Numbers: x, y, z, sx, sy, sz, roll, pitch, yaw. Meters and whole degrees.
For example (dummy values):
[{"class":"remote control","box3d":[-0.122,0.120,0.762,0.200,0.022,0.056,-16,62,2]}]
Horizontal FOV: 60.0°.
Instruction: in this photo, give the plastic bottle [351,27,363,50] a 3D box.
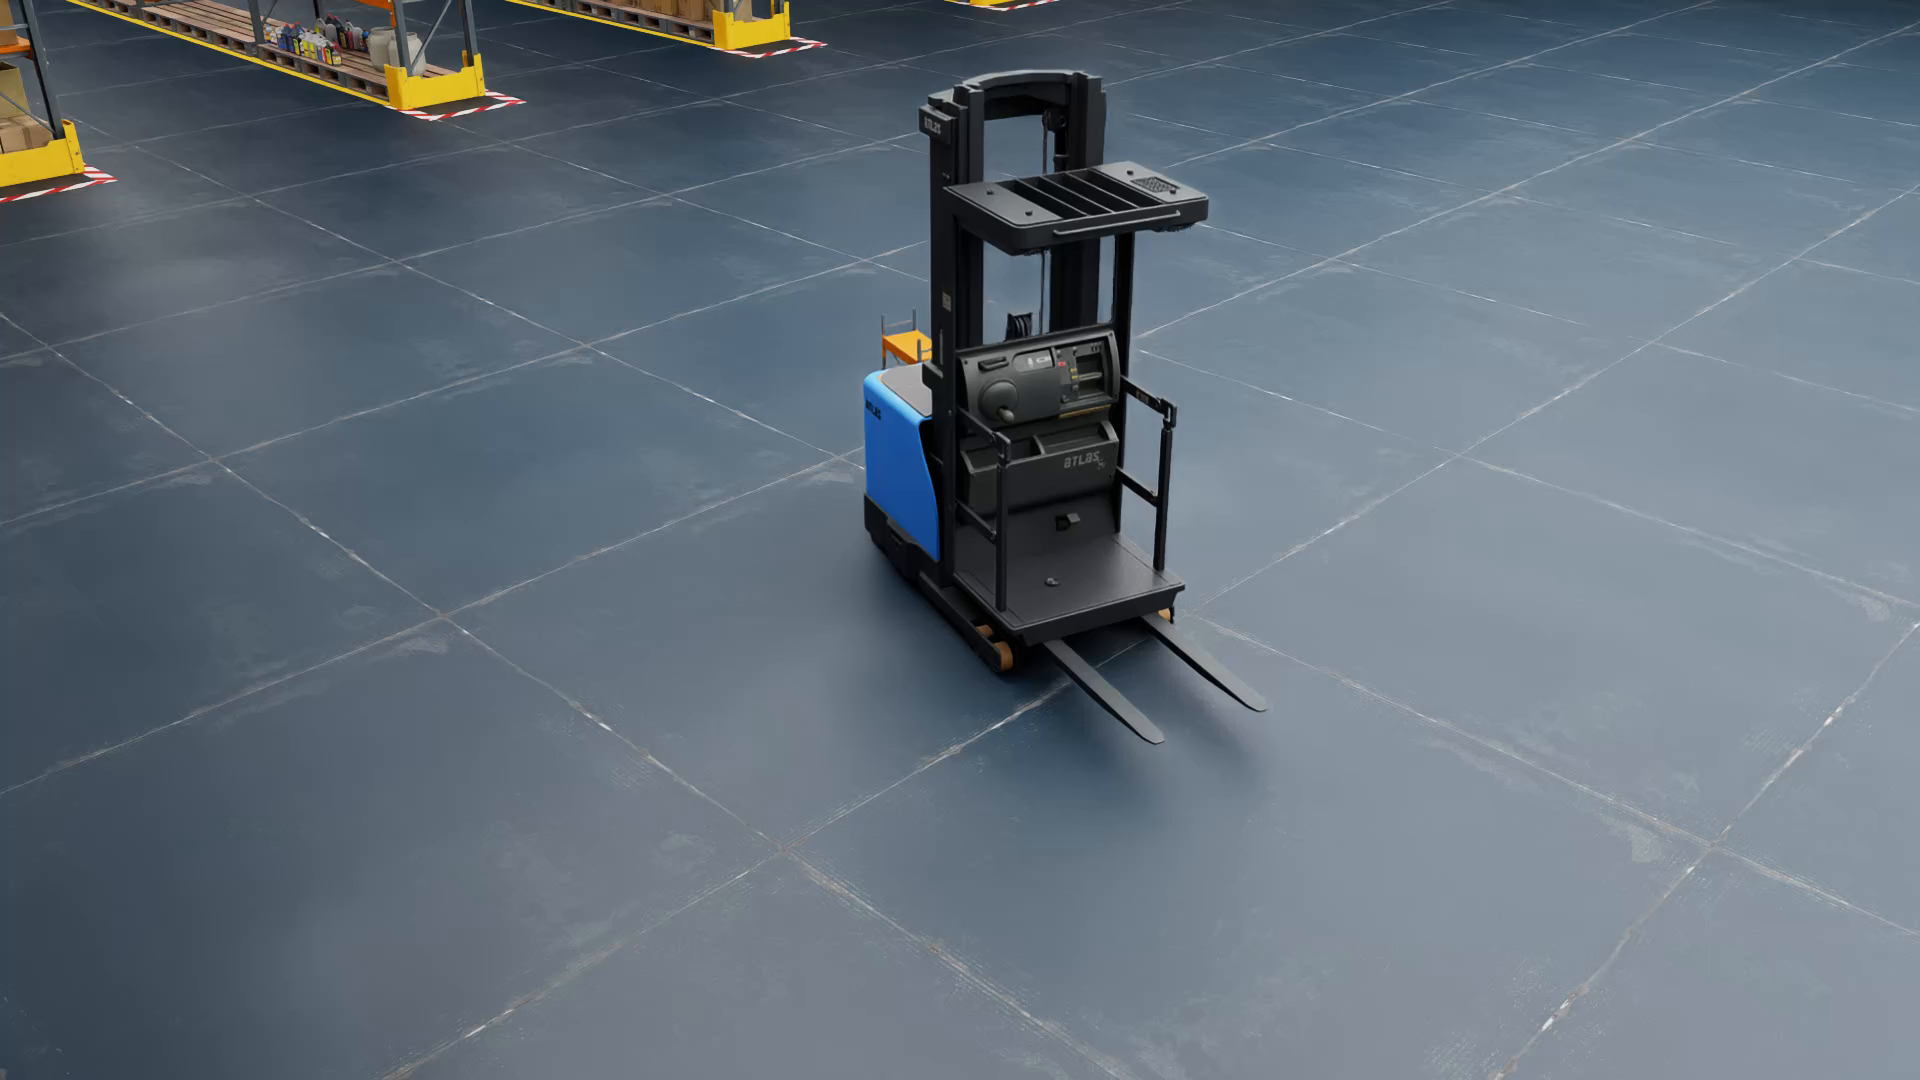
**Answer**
[{"class":"plastic bottle","box3d":[-8.087,-6.728,22.277,0.152,0.276,0.135,-25,36,-38]}]

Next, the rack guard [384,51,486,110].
[{"class":"rack guard","box3d":[-6.464,-5.674,20.503,0.348,0.500,1.175,25,36,38]}]

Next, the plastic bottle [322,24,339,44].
[{"class":"plastic bottle","box3d":[-8.517,-6.831,22.471,0.135,0.276,0.152,25,36,38]}]

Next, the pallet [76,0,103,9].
[{"class":"pallet","box3d":[-13.538,-8.788,26.737,1.213,0.211,1.003,25,36,38]}]

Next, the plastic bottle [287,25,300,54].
[{"class":"plastic bottle","box3d":[-8.810,-6.635,22.020,0.185,0.351,0.144,23,35,36]}]

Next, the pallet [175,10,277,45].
[{"class":"pallet","box3d":[-10.690,-7.483,24.255,1.213,0.211,1.003,25,36,38]}]

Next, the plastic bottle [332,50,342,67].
[{"class":"plastic bottle","box3d":[-7.994,-6.181,21.315,0.097,0.201,0.097,0,28,0]}]

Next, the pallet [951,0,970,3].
[{"class":"pallet","box3d":[0.020,-9.028,27.193,1.213,0.211,1.003,25,36,38]}]

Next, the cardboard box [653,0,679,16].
[{"class":"cardboard box","box3d":[-4.221,-8.097,24.661,0.500,0.500,0.500,-21,34,-35]}]

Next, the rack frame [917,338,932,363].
[{"class":"rack frame","box3d":[-0.147,-0.698,10.288,0.240,1.200,0.015,-14,31,-25]}]

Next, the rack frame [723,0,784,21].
[{"class":"rack frame","box3d":[-2.904,-8.414,23.029,0.127,3.000,1.000,25,36,38]}]

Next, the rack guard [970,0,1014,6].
[{"class":"rack guard","box3d":[0.663,-8.913,26.664,0.348,0.500,1.175,25,36,38]}]

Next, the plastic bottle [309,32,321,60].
[{"class":"plastic bottle","box3d":[-8.374,-6.436,21.641,0.144,0.351,0.185,-24,36,-37]}]

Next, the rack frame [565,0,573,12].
[{"class":"rack frame","box3d":[-5.756,-9.720,25.512,0.127,3.000,1.000,25,36,38]}]

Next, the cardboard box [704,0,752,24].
[{"class":"cardboard box","box3d":[-3.338,-7.703,23.912,0.500,0.500,0.500,-18,33,-30]}]

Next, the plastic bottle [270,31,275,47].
[{"class":"plastic bottle","box3d":[-9.237,-6.749,22.397,0.097,0.201,0.097,0,28,0]}]

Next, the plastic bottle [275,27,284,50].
[{"class":"plastic bottle","box3d":[-9.059,-6.719,22.259,0.152,0.276,0.135,-24,36,-37]}]

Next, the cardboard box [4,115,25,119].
[{"class":"cardboard box","box3d":[-10.438,-4.508,18.103,0.500,0.250,0.500,25,36,38]}]

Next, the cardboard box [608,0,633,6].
[{"class":"cardboard box","box3d":[-5.085,-8.471,25.371,0.500,0.500,0.500,-13,31,-24]}]

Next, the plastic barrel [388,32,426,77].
[{"class":"plastic barrel","box3d":[-6.899,-6.045,20.745,0.421,0.512,0.421,0,28,0]}]

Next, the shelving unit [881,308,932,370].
[{"class":"shelving unit","box3d":[-0.264,-0.797,10.477,0.258,1.200,0.503,-14,31,-25]}]

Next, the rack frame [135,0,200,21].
[{"class":"rack frame","box3d":[-12.081,-9.381,24.868,0.127,3.000,1.000,25,36,38]}]

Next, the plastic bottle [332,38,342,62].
[{"class":"plastic bottle","box3d":[-8.080,-6.344,21.537,0.133,0.283,0.061,25,36,38]}]

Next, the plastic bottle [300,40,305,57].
[{"class":"plastic bottle","box3d":[-8.624,-6.469,21.864,0.097,0.201,0.097,0,28,0]}]

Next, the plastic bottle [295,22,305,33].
[{"class":"plastic bottle","box3d":[-8.843,-6.745,22.228,0.185,0.351,0.144,25,36,38]}]

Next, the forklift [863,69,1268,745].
[{"class":"forklift","box3d":[0.534,-0.825,8.669,1.130,2.935,3.031,-13,31,-24]}]

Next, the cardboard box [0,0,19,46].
[{"class":"cardboard box","box3d":[-10.176,-5.329,17.054,0.500,0.500,0.700,25,36,38]}]

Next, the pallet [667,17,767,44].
[{"class":"pallet","box3d":[-3.513,-7.482,24.252,1.213,0.211,1.003,25,36,38]}]

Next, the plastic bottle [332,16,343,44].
[{"class":"plastic bottle","box3d":[-8.431,-6.921,22.563,0.185,0.351,0.144,22,35,36]}]

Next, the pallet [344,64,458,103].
[{"class":"pallet","box3d":[-7.039,-5.813,21.077,1.213,0.211,1.003,25,36,38]}]

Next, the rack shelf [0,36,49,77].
[{"class":"rack shelf","box3d":[-11.278,-5.462,18.188,4.000,0.370,1.077,25,36,38]}]

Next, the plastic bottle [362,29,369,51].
[{"class":"plastic bottle","box3d":[-7.911,-6.663,22.158,0.097,0.271,0.097,0,28,0]}]

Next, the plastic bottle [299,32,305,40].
[{"class":"plastic bottle","box3d":[-8.678,-6.565,21.971,0.097,0.271,0.097,0,28,0]}]

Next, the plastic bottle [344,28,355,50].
[{"class":"plastic bottle","box3d":[-8.162,-6.696,22.207,0.133,0.283,0.061,25,36,38]}]

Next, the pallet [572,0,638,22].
[{"class":"pallet","box3d":[-5.253,-8.278,25.766,1.213,0.211,1.003,25,36,38]}]

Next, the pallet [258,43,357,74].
[{"class":"pallet","box3d":[-8.779,-6.609,22.591,1.213,0.211,1.003,25,36,38]}]

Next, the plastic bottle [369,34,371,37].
[{"class":"plastic bottle","box3d":[-7.767,-6.597,22.033,0.097,0.271,0.097,0,28,0]}]

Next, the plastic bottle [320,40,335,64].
[{"class":"plastic bottle","box3d":[-8.154,-6.305,21.472,0.135,0.276,0.152,25,37,39]}]
